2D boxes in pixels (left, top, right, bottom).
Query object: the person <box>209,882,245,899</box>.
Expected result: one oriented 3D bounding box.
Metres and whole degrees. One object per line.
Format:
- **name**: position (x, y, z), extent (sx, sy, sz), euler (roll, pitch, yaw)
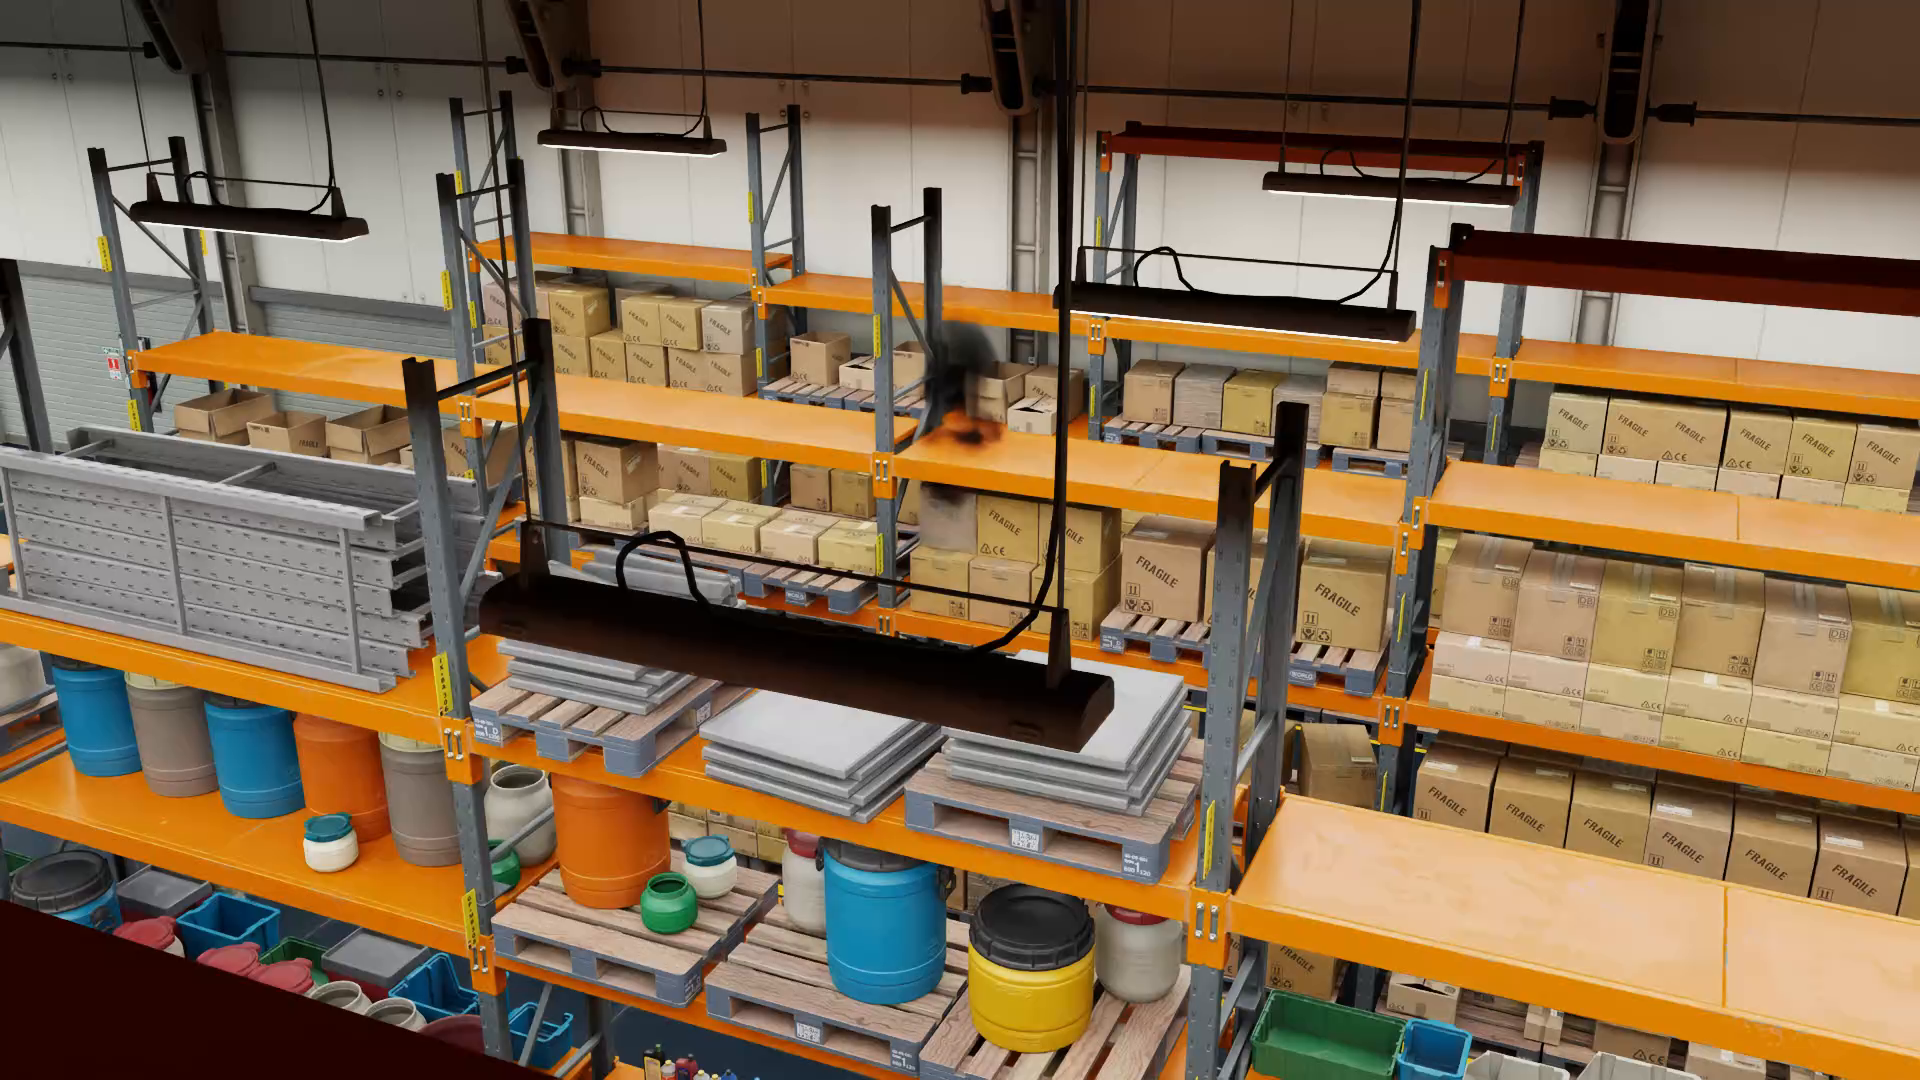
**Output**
- **person**: position (-5.873, 2.658, 13.323), extent (0.668, 1.741, 0.594), euler (13, 24, 30)
